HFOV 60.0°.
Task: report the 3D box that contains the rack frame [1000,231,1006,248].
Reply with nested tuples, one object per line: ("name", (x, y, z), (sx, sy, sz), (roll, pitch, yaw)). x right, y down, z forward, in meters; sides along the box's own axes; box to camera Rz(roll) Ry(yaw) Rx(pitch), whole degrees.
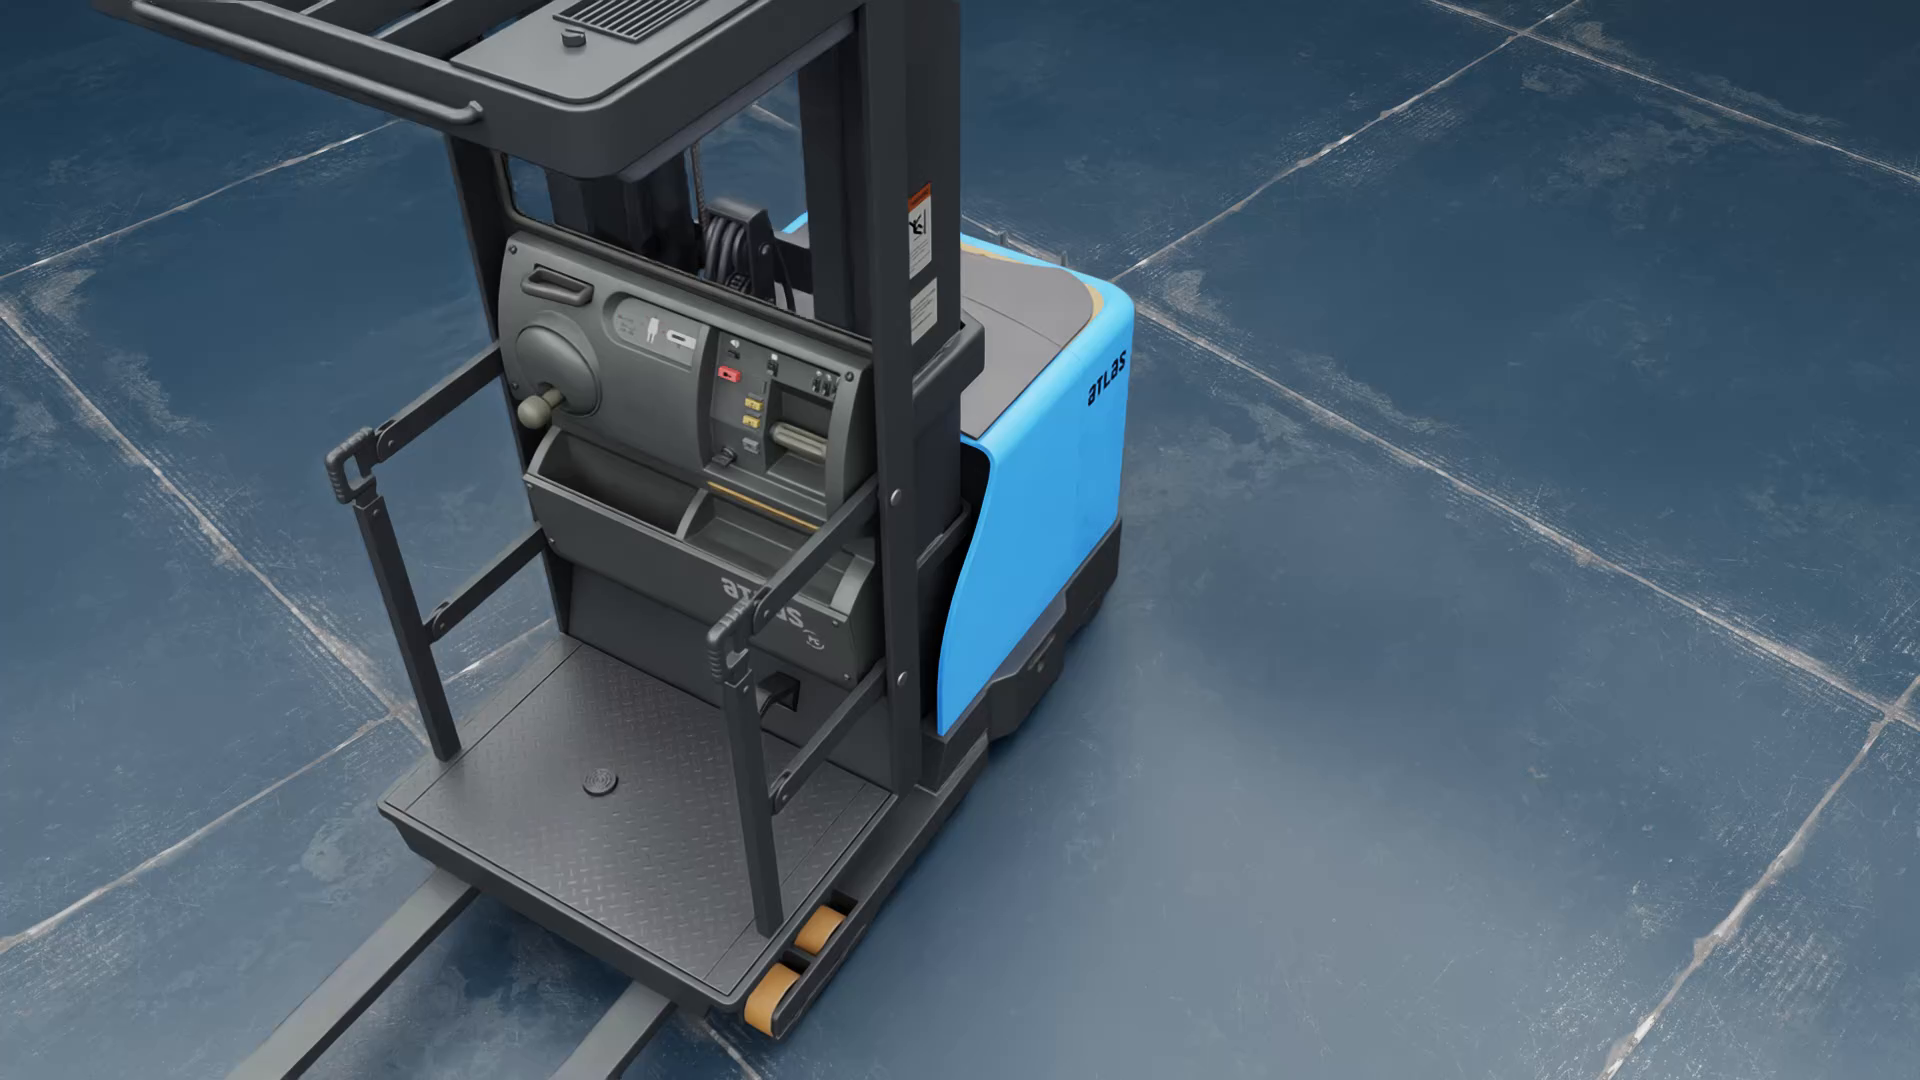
("rack frame", (0.070, -0.513, 5.142), (0.006, 0.900, 0.240), (22, 47, 22))

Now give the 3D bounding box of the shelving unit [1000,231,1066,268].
("shelving unit", (0.157, -0.477, 5.103), (0.210, 0.900, 0.258), (22, 47, 22))

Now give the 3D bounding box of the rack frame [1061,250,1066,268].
("rack frame", (0.244, -0.442, 5.064), (0.006, 0.900, 0.240), (22, 47, 22))

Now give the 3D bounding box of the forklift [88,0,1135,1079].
("forklift", (-0.716, -0.262, 3.374), (1.130, 2.935, 3.031), (22, 47, 22))
